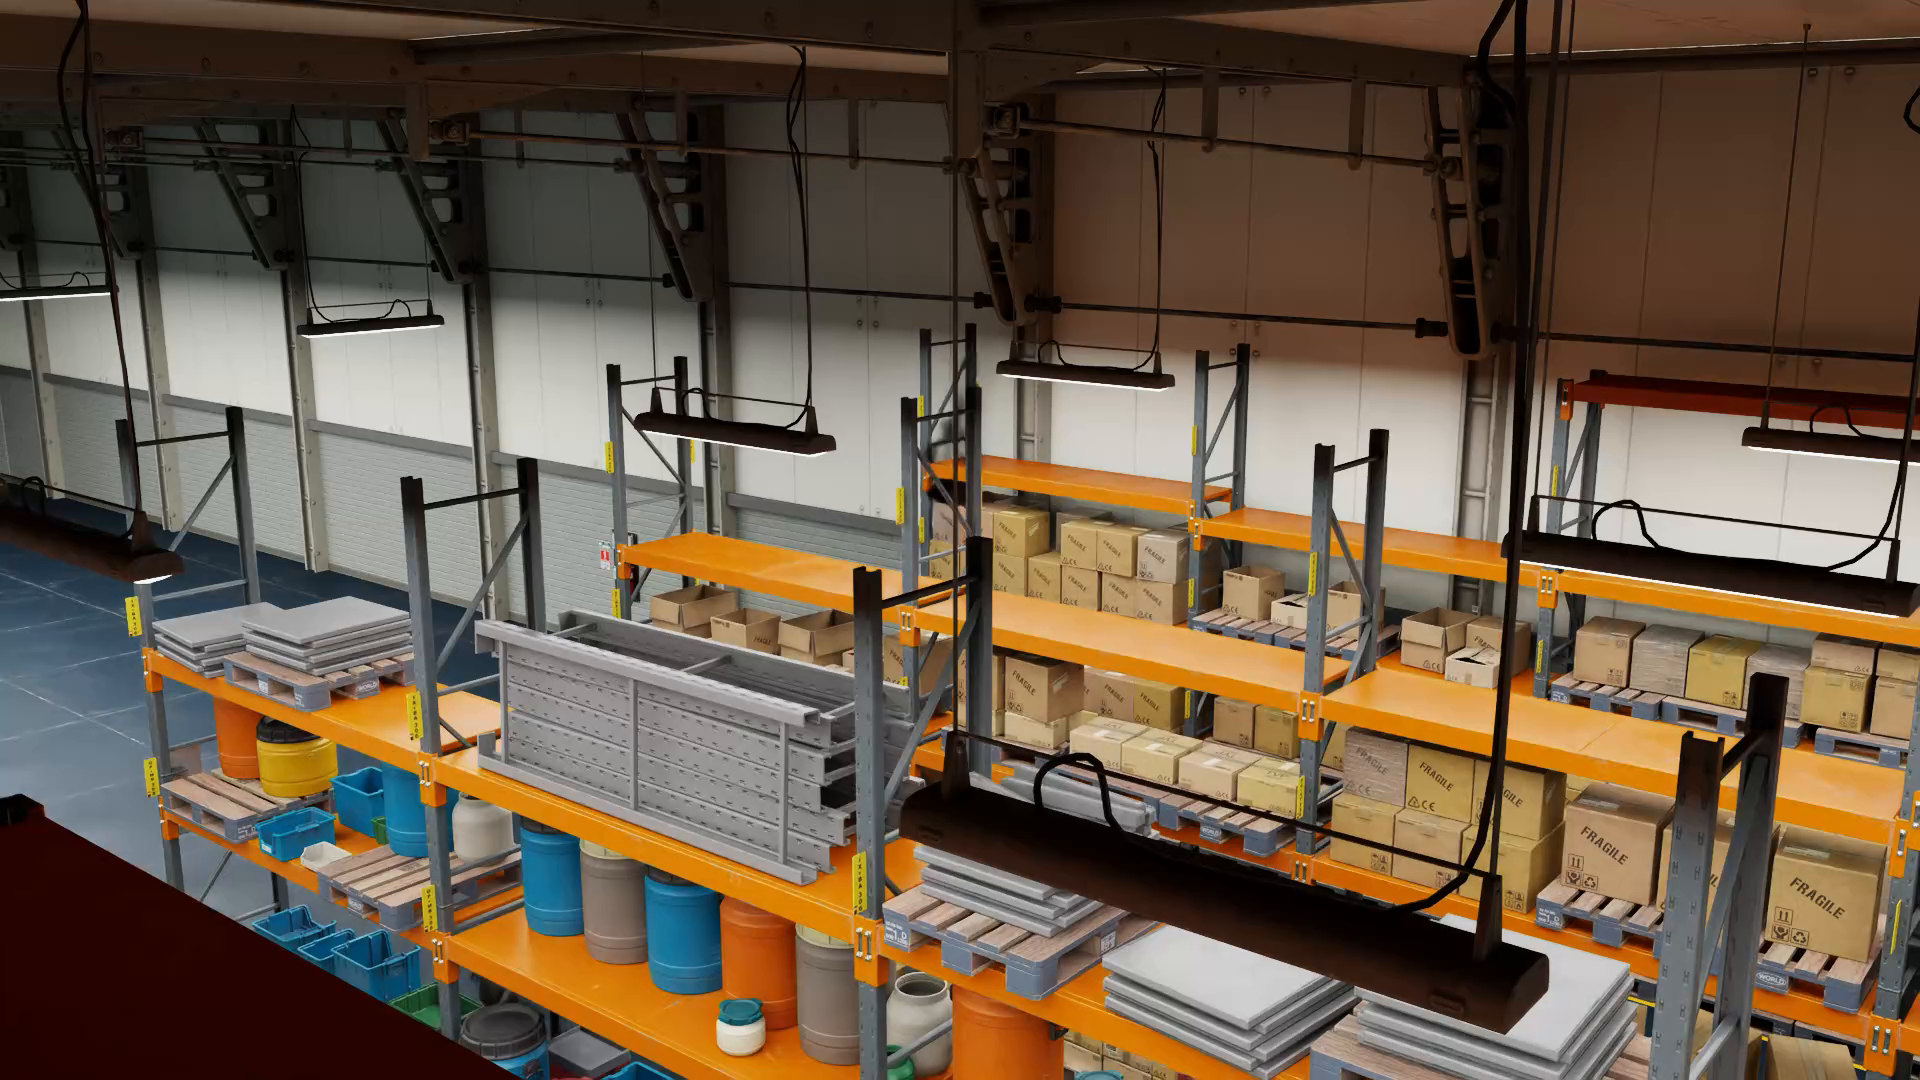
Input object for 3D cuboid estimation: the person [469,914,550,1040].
[{"bbox_3d":[-4.107,3.987,14.950,0.859,1.648,0.588,10,16,39],"label":"person"}]
